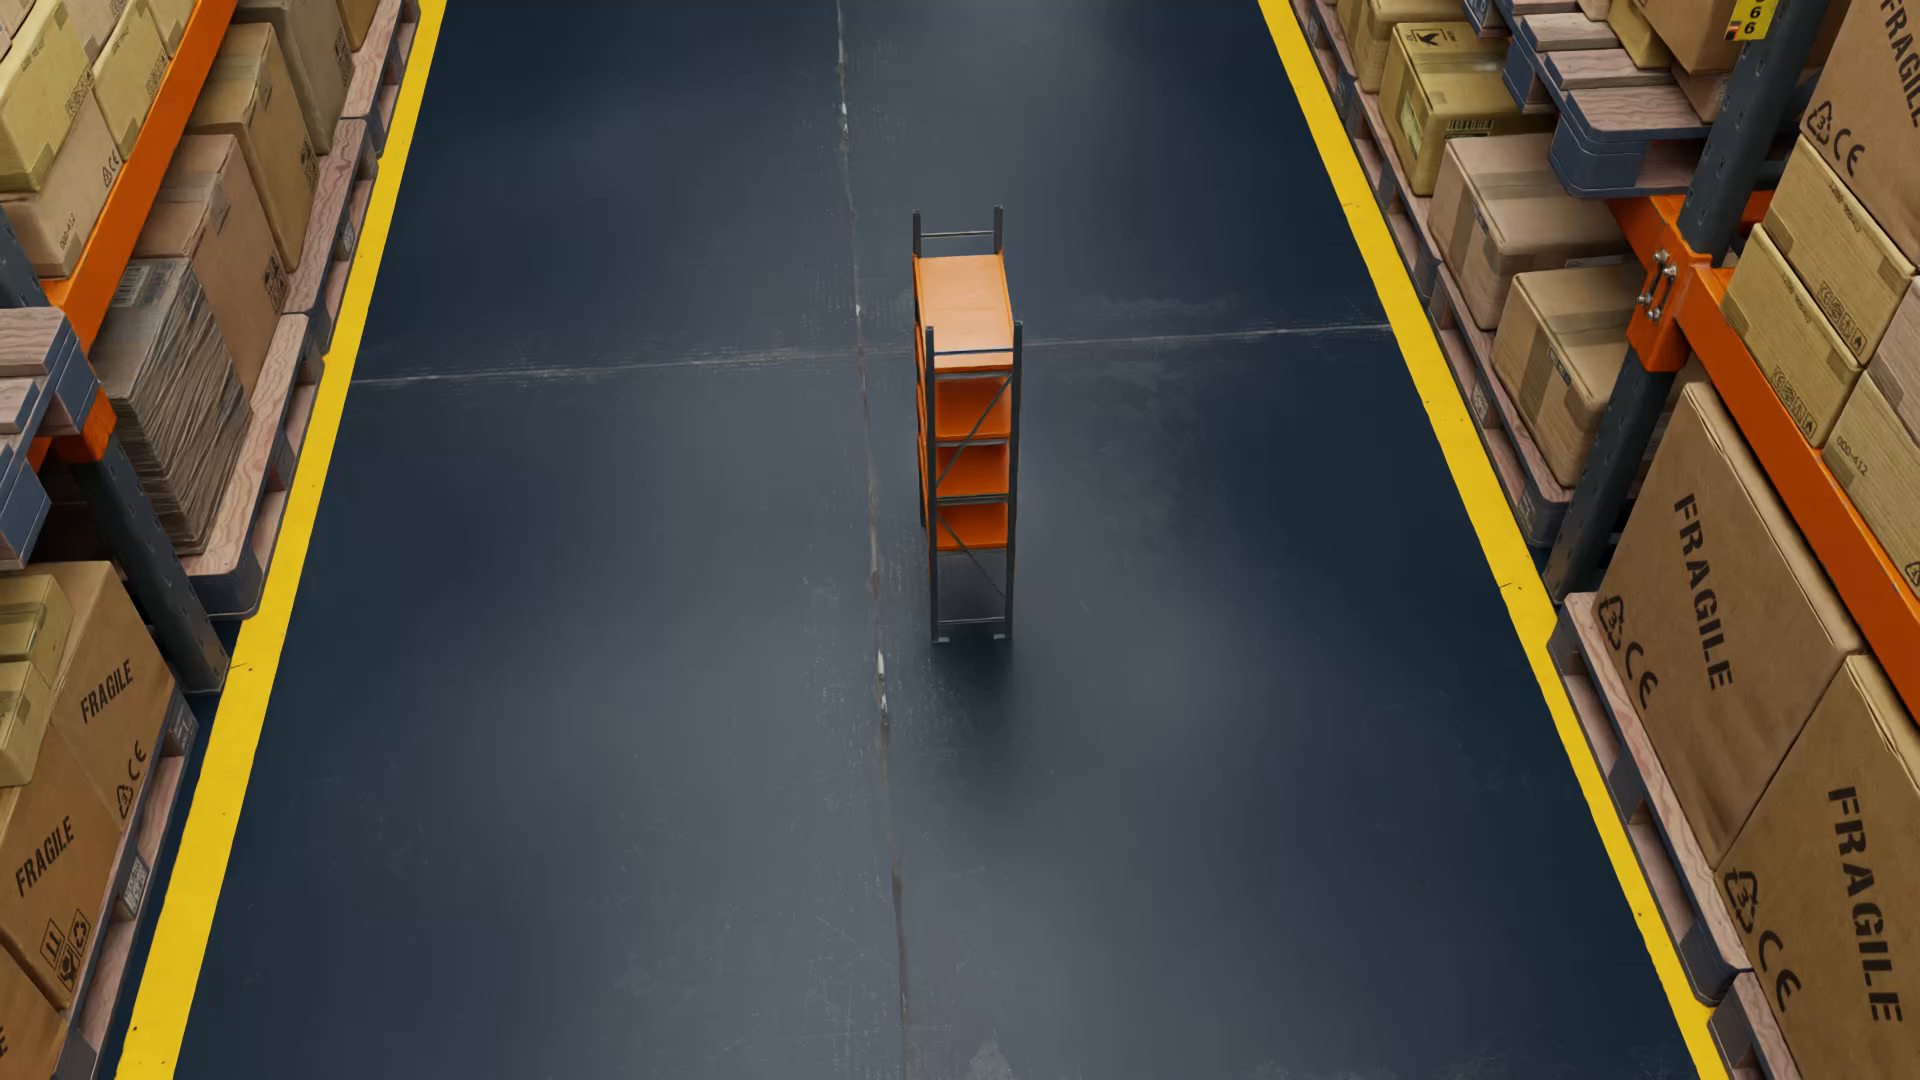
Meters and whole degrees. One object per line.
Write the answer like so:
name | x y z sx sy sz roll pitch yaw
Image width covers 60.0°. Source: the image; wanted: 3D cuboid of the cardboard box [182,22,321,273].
cardboard box | -2.804 -1.338 5.797 0.875 0.625 0.625 -5 47 -5

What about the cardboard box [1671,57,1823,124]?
cardboard box | 2.038 -1.184 4.189 0.380 0.149 0.250 -2 47 -2

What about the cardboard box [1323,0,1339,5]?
cardboard box | 2.012 -2.658 7.222 0.950 0.372 0.625 -3 47 -3

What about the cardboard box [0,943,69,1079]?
cardboard box | -2.318 1.151 3.527 0.500 0.500 0.500 -2 47 -2

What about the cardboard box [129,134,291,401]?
cardboard box | -2.747 -0.851 5.336 0.875 0.625 0.625 -2 47 -2

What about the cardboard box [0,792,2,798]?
cardboard box | -2.320 0.624 3.578 0.380 0.149 0.250 -5 47 -5

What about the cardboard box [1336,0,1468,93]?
cardboard box | 2.075 -2.138 6.730 0.950 0.372 0.625 -1 47 -1

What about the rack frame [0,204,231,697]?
rack frame | -2.646 -0.598 3.751 1.000 3.000 0.127 -3 47 -3

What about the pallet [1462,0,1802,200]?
pallet | 2.134 -1.346 4.591 1.213 0.211 1.003 -3 47 -3

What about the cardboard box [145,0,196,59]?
cardboard box | -2.527 -1.619 4.821 0.500 0.250 0.500 -5 47 -5

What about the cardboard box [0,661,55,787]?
cardboard box | -2.298 0.431 3.761 0.380 0.149 0.250 -6 47 -5

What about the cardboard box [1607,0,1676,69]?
cardboard box | 1.944 -1.373 4.369 0.380 0.149 0.250 -3 47 -3

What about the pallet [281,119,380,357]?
pallet | -2.775 -1.118 6.164 1.003 0.211 1.213 -3 47 -3

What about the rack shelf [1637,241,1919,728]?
rack shelf | 2.468 0.791 2.930 1.077 0.370 4.000 -3 47 -3

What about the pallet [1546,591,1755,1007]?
pallet | 2.291 0.631 4.507 1.003 0.211 1.213 -3 47 -3

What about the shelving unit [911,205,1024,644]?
shelving unit | 0.014 -0.293 4.701 0.258 1.200 0.503 -3 47 -3

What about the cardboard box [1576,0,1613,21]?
cardboard box | 1.878 -1.553 4.539 0.380 0.149 0.250 -4 47 -4

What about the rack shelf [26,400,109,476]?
rack shelf | -2.478 1.096 2.642 1.077 0.370 4.000 -3 47 -3

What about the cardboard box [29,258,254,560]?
cardboard box | -2.684 -0.378 4.889 0.875 0.625 0.625 -2 47 -2

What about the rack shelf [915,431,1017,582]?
rack shelf | 0.014 -0.110 4.894 0.258 0.148 0.480 -3 47 -3

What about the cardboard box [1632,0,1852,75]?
cardboard box | 1.985 -1.496 4.038 0.500 0.500 0.500 -5 47 -4

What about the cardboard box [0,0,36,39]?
cardboard box | -2.403 -1.297 3.897 0.380 0.149 0.250 -3 47 -2

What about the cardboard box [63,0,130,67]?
cardboard box | -2.480 -1.417 4.285 0.500 0.250 0.500 -2 47 -2

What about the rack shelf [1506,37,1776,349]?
rack shelf | 2.133 -2.103 5.671 1.077 0.370 4.000 -3 47 -3

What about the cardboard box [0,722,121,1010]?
cardboard box | -2.365 0.772 3.885 0.500 0.500 0.500 -4 47 -4

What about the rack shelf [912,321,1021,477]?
rack shelf | 0.014 -0.400 4.587 0.258 0.148 0.480 -3 47 -3

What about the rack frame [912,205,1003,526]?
rack frame | -0.007 -0.469 4.868 0.240 1.200 0.015 -3 47 -3

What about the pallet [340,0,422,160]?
pallet | -2.880 -2.003 7.002 1.003 0.211 1.213 -3 47 -3

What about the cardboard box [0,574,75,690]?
cardboard box | -2.352 0.236 3.947 0.380 0.149 0.250 -6 47 -5

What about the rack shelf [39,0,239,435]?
rack shelf | -2.813 -1.798 5.383 1.077 0.370 4.000 -3 47 -3

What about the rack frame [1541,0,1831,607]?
rack frame | 2.300 -0.903 4.039 1.000 3.000 0.127 -3 47 -3

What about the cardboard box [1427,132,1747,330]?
cardboard box | 2.193 -1.086 5.734 0.950 0.372 0.625 -4 47 -4

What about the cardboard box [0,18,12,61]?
cardboard box | -2.379 -1.104 3.714 0.380 0.149 0.250 -2 47 -2

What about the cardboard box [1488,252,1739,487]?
cardboard box | 2.263 -0.553 5.228 0.950 0.372 0.625 -6 47 -6

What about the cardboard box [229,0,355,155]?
cardboard box | -2.869 -1.882 6.312 0.875 0.625 0.625 -4 47 -4

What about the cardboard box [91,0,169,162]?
cardboard box | -2.477 -1.247 4.468 0.500 0.250 0.500 -4 47 -4

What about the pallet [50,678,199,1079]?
pallet | -2.621 0.903 4.250 1.003 0.211 1.213 -3 47 -3

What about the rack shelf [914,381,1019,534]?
rack shelf | 0.014 -0.247 4.750 0.258 0.148 0.480 -3 47 -3

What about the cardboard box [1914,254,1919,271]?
cardboard box | 2.149 -0.551 2.948 0.500 0.500 0.500 -3 47 -3

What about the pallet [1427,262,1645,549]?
pallet | 2.236 -0.510 5.587 1.003 0.211 1.213 -3 47 -3

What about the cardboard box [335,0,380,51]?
cardboard box | -2.926 -2.444 6.845 0.875 0.625 0.625 -2 47 -2

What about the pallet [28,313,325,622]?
pallet | -2.676 -0.238 5.330 1.003 0.211 1.213 -3 47 -3

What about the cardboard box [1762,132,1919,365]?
cardboard box | 2.096 -0.642 3.551 0.500 0.250 0.500 -4 47 -4

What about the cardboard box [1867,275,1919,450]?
cardboard box | 2.139 -0.268 3.196 0.500 0.250 0.500 -2 47 -2

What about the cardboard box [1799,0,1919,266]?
cardboard box | 2.098 -0.909 3.288 0.500 0.500 0.500 -5 47 -5

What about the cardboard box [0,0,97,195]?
cardboard box | -2.415 -1.056 3.943 0.500 0.250 0.500 -4 47 -3

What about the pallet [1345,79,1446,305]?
pallet | 2.137 -1.390 6.421 1.003 0.211 1.213 -3 47 -3

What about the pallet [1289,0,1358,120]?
pallet | 2.032 -2.275 7.259 1.003 0.211 1.213 -3 47 -3

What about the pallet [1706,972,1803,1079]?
pallet | 2.390 1.512 3.673 1.003 0.211 1.213 -3 47 -3

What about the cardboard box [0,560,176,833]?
cardboard box | -2.396 0.410 4.229 0.500 0.500 0.500 -2 47 -2

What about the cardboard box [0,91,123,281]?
cardboard box | -2.439 -0.883 4.123 0.500 0.250 0.500 -3 47 -3

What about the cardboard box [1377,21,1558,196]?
cardboard box | 2.135 -1.636 6.254 0.950 0.372 0.625 -2 47 -2

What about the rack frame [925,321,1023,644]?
rack frame | 0.034 -0.116 4.534 0.240 1.200 0.015 -3 47 -3

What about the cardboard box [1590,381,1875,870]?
cardboard box | 2.275 0.188 4.180 0.875 0.875 0.875 -4 47 -4

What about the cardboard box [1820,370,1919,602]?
cardboard box | 2.151 -0.112 3.393 0.500 0.250 0.500 -5 47 -4

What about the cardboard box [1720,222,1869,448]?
cardboard box | 2.090 -0.482 3.744 0.500 0.250 0.500 -4 47 -4

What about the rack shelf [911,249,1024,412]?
rack shelf | 0.014 -0.563 4.416 0.258 0.148 0.480 -3 47 -3

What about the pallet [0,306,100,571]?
pallet | -2.519 -0.046 3.360 1.213 0.211 1.003 -3 47 -3

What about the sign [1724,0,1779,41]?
sign | 1.760 -1.234 3.610 0.100 0.325 0.005 -3 47 -3

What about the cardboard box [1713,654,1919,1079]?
cardboard box | 2.346 0.834 3.569 0.875 0.875 0.875 -3 47 -3
